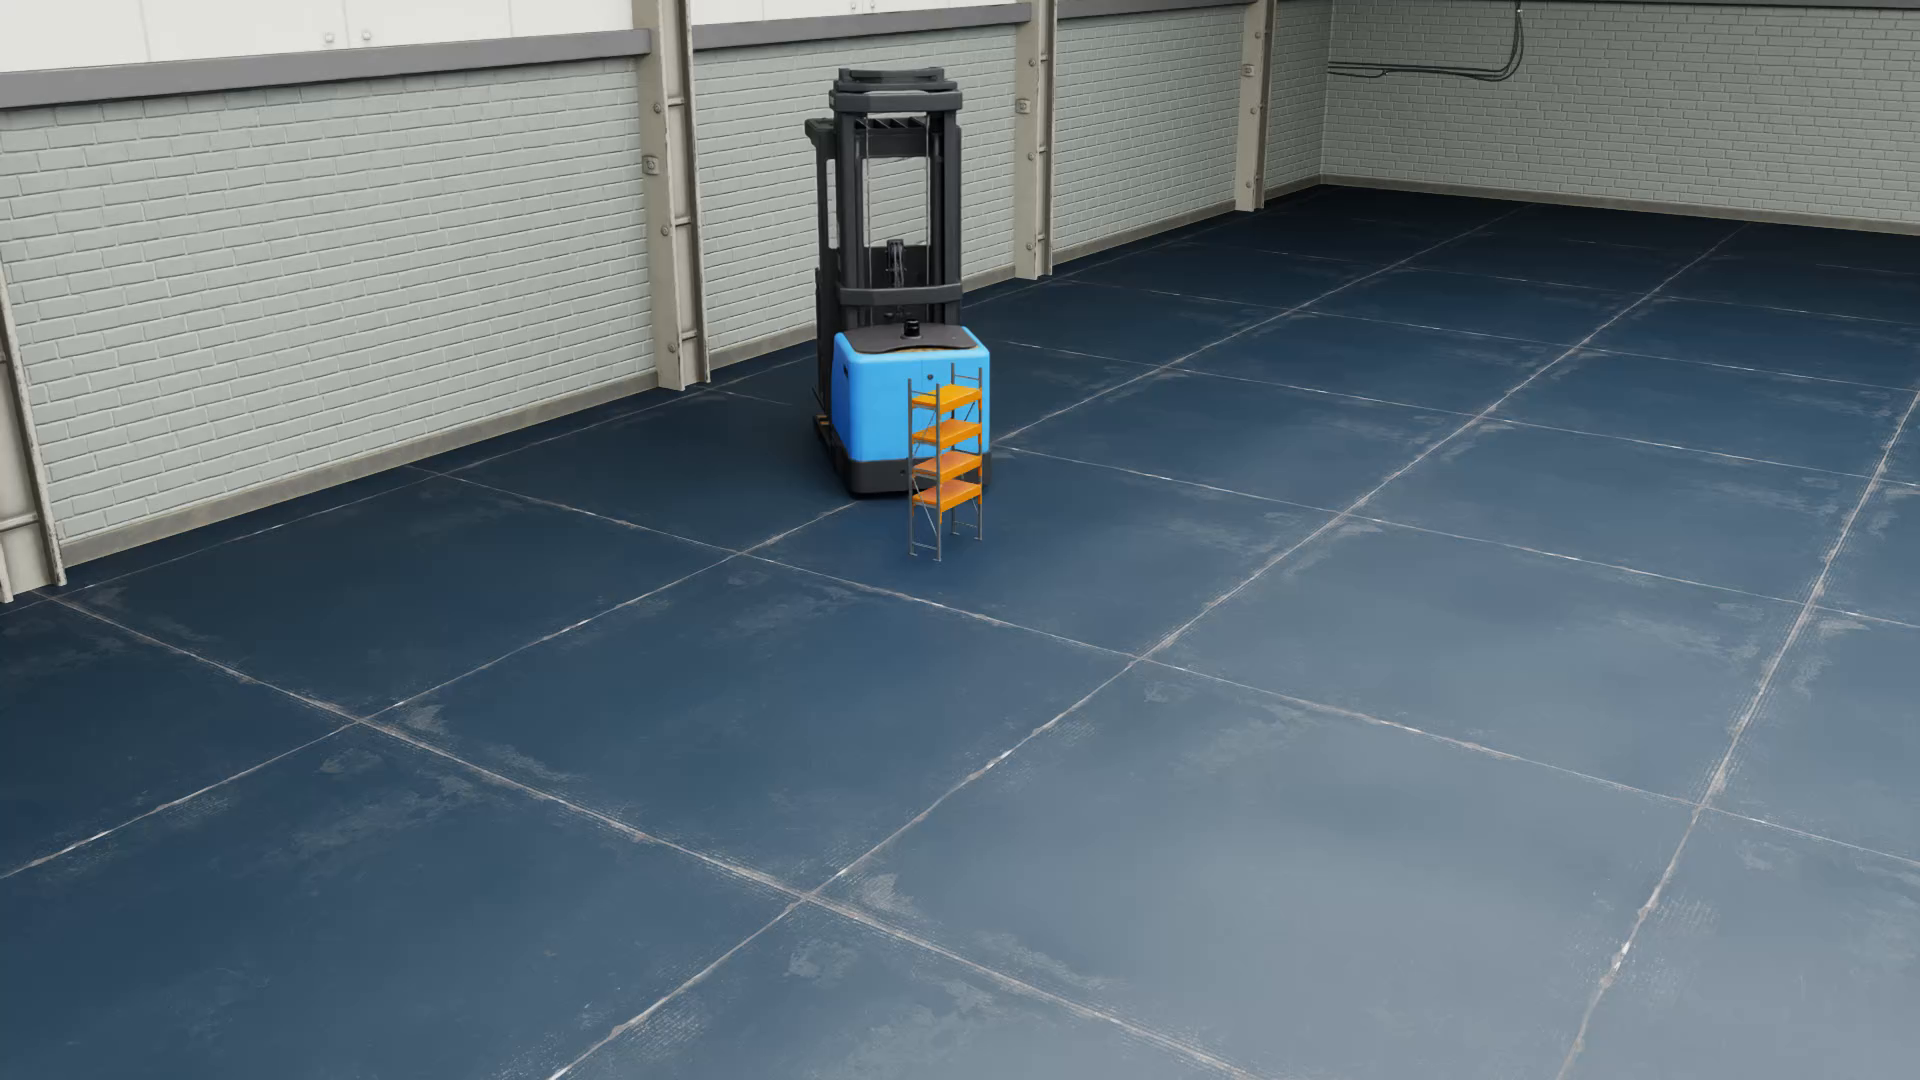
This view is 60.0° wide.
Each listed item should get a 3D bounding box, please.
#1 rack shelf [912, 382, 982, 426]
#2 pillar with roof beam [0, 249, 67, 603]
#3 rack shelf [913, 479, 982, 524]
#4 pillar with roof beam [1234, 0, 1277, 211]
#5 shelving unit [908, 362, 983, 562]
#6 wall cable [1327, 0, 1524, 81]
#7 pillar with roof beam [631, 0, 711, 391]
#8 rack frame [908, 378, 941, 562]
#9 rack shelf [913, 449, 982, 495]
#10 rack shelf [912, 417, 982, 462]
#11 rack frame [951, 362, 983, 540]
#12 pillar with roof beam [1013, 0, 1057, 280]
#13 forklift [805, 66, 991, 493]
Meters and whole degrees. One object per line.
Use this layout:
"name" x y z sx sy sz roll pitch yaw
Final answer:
"rack shelf" -0.093 -0.884 10.792 0.258 0.148 0.480 13 24 32
"pillar with roof beam" -2.323 -3.079 6.618 9.100 9.000 0.400 13 24 32
"rack shelf" -0.093 -0.266 11.021 0.258 0.148 0.480 13 24 32
"pillar with roof beam" 7.795 -8.244 20.580 9.100 9.000 0.400 13 24 32
"shelving unit" -0.093 -0.515 10.928 0.258 1.200 0.503 13 24 32
"wall cable" 6.985 -8.214 24.976 3.097 2.526 0.112 13 24 32
"pillar with roof beam" 1.050 -4.801 11.272 9.100 9.000 0.400 13 24 32
"rack frame" -0.230 -0.445 10.739 0.240 1.200 0.015 13 24 32
"rack shelf" -0.093 -0.452 10.952 0.258 0.148 0.480 13 24 32
"rack shelf" -0.093 -0.662 10.874 0.258 0.148 0.480 13 24 32
"rack frame" 0.044 -0.585 11.118 0.240 1.200 0.015 13 24 32
"pillar with roof beam" 4.422 -6.522 15.926 9.100 9.000 0.400 13 24 32
"forklift" -0.584 -2.187 12.953 1.130 2.935 3.031 -4 21 -11
